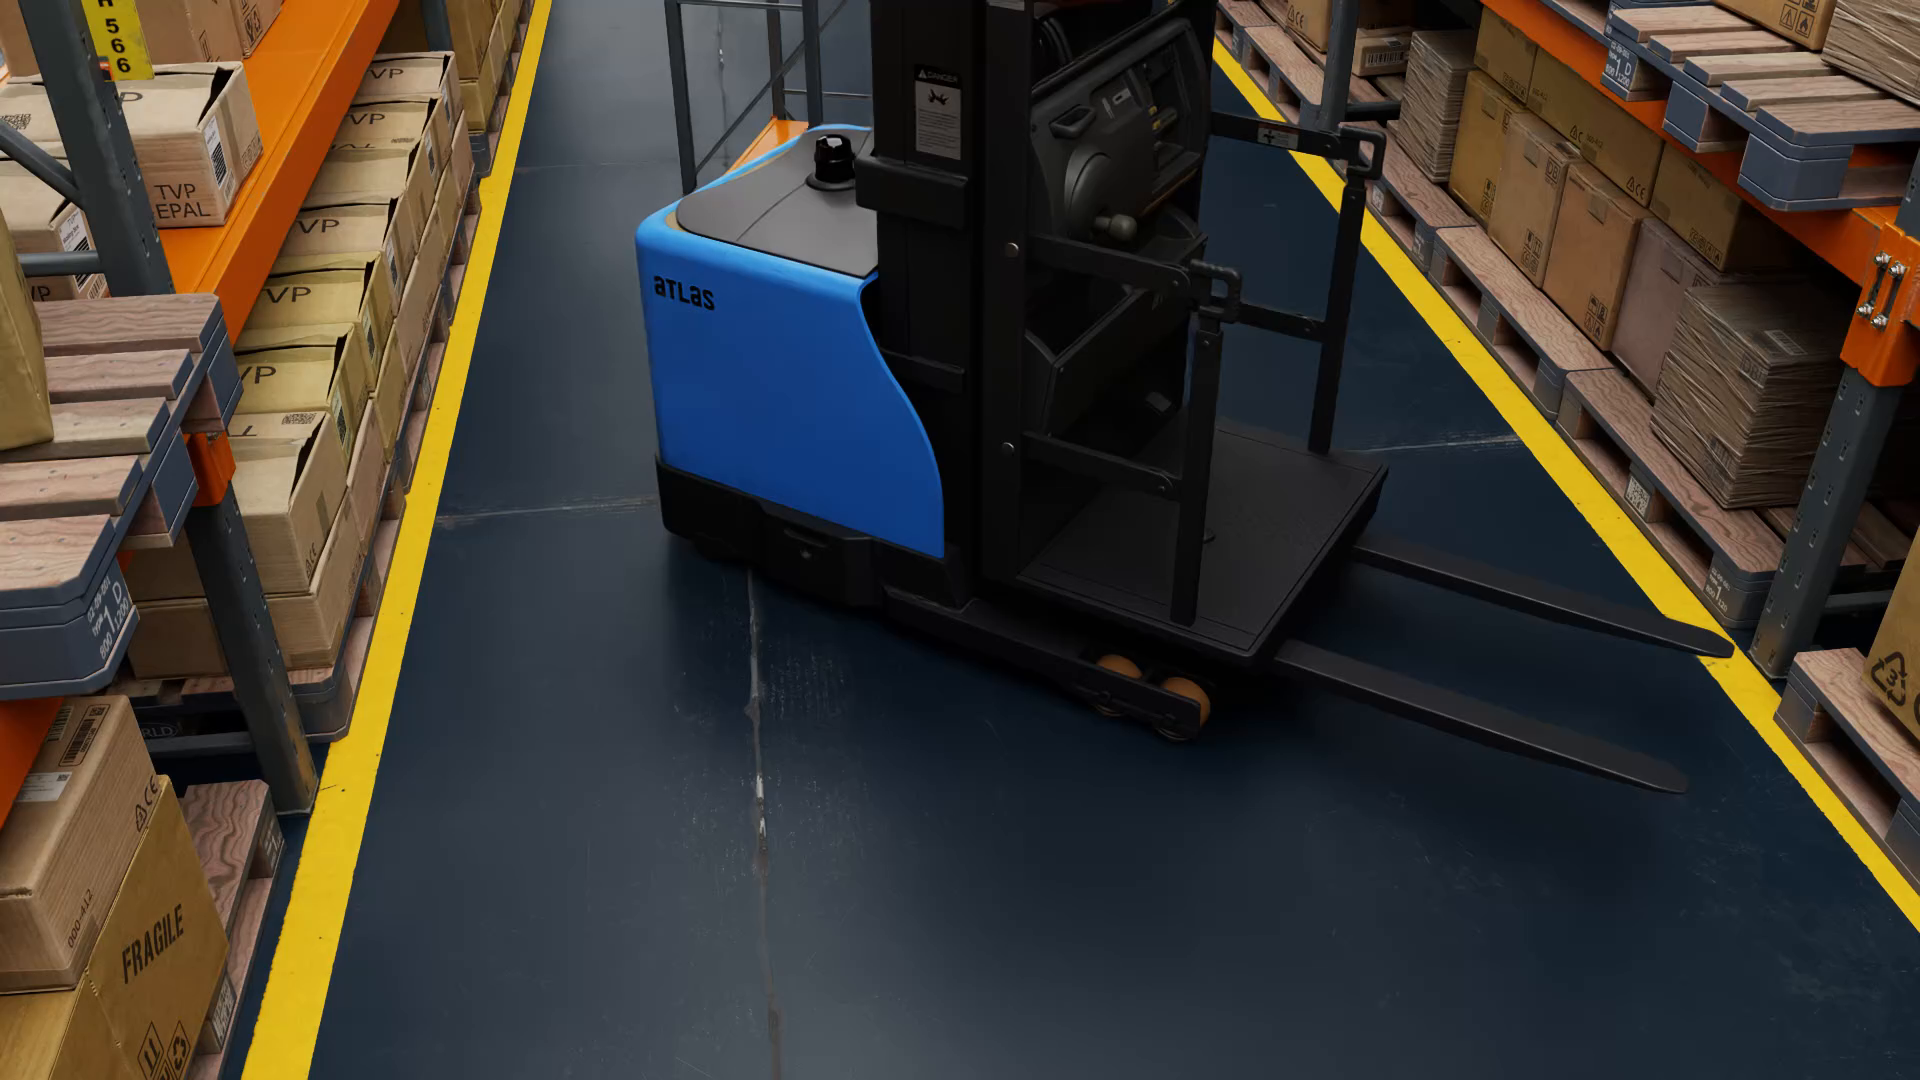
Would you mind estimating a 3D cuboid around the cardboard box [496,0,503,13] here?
[{"bbox_3d":[-2.575,-2.955,8.325,0.500,0.500,0.500,-4,35,-6],"label":"cardboard box"}]

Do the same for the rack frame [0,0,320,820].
[{"bbox_3d":[-2.151,-0.535,3.372,1.000,3.000,0.127,-4,35,-6],"label":"rack frame"}]

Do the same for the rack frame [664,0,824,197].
[{"bbox_3d":[-0.694,-1.159,5.619,0.500,1.500,0.032,7,35,10],"label":"rack frame"}]

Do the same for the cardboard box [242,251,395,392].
[{"bbox_3d":[-2.075,-0.696,5.178,0.500,0.311,0.500,-5,35,-8],"label":"cardboard box"}]

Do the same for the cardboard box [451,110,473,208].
[{"bbox_3d":[-2.346,-1.595,6.996,0.500,0.250,0.500,-5,35,-7],"label":"cardboard box"}]

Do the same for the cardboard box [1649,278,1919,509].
[{"bbox_3d":[2.609,-0.459,5.089,0.700,0.500,0.500,-4,34,-6],"label":"cardboard box"}]

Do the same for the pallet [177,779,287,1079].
[{"bbox_3d":[-2.088,1.037,3.541,1.003,0.211,1.213,-4,35,-6],"label":"pallet"}]

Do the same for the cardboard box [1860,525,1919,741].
[{"bbox_3d":[2.726,0.223,3.796,0.750,0.750,0.750,-5,35,-7],"label":"cardboard box"}]

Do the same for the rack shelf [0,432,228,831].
[{"bbox_3d":[-1.882,0.878,1.937,1.077,0.370,4.000,-4,35,-6],"label":"rack shelf"}]

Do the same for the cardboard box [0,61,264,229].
[{"bbox_3d":[-2.079,-1.012,4.151,0.500,0.311,0.500,-5,35,-7],"label":"cardboard box"}]

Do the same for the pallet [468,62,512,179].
[{"bbox_3d":[-2.754,-2.062,8.088,1.003,0.211,1.213,-4,35,-6],"label":"pallet"}]

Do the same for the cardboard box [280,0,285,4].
[{"bbox_3d":[-2.531,-2.085,5.557,0.500,0.500,0.500,-2,34,-3],"label":"cardboard box"}]

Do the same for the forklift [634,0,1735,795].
[{"bbox_3d":[0.598,-1.018,4.141,3.031,2.935,1.130,18,38,25],"label":"forklift"}]

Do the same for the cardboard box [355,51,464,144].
[{"bbox_3d":[-2.350,-1.832,6.845,0.500,0.311,0.500,-4,35,-6],"label":"cardboard box"}]

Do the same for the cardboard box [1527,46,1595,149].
[{"bbox_3d":[2.471,-1.658,6.183,0.500,0.250,0.500,-5,35,-8],"label":"cardboard box"}]

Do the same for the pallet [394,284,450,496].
[{"bbox_3d":[-2.383,-0.525,5.832,1.003,0.211,1.213,-4,35,-6],"label":"pallet"}]

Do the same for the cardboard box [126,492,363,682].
[{"bbox_3d":[-1.930,0.113,4.489,0.500,0.250,0.500,-4,35,-7],"label":"cardboard box"}]

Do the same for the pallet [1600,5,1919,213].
[{"bbox_3d":[2.556,-1.223,4.551,1.213,0.211,1.003,-4,35,-6],"label":"pallet"}]

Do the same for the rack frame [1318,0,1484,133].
[{"bbox_3d":[2.220,-3.145,7.201,1.000,3.000,0.127,-4,35,-6],"label":"rack frame"}]

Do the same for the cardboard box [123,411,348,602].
[{"bbox_3d":[-1.930,-0.119,4.331,0.500,0.311,0.500,-3,34,-5],"label":"cardboard box"}]

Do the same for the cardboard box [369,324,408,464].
[{"bbox_3d":[-2.074,-0.457,5.326,0.500,0.250,0.500,-5,35,-8],"label":"cardboard box"}]

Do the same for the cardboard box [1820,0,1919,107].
[{"bbox_3d":[2.684,-1.397,4.157,0.700,0.500,0.500,-8,35,-12],"label":"cardboard box"}]

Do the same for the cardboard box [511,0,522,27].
[{"bbox_3d":[-2.648,-2.924,8.945,0.500,0.250,0.500,-4,35,-6],"label":"cardboard box"}]

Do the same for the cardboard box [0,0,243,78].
[{"bbox_3d":[-2.392,-1.512,4.716,0.500,0.500,0.500,-6,35,-9],"label":"cardboard box"}]

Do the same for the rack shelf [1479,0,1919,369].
[{"bbox_3d":[2.489,-1.731,5.766,1.077,0.370,4.000,-4,35,-6],"label":"rack shelf"}]

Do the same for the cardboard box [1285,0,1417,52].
[{"bbox_3d":[2.040,-2.870,8.626,0.500,0.500,0.500,-7,35,-10],"label":"cardboard box"}]

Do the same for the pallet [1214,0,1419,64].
[{"bbox_3d":[1.927,-3.047,9.533,1.003,0.211,1.213,-4,35,-6],"label":"pallet"}]

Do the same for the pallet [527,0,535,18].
[{"bbox_3d":[-3.082,-3.424,10.086,1.003,0.211,1.213,-4,35,-6],"label":"pallet"}]

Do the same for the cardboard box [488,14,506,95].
[{"bbox_3d":[-2.513,-2.366,8.127,0.500,0.250,0.500,-4,35,-6],"label":"cardboard box"}]

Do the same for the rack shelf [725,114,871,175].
[{"bbox_3d":[-0.589,-1.291,6.132,0.538,0.185,1.000,7,35,10],"label":"rack shelf"}]

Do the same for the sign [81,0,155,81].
[{"bbox_3d":[-1.614,-1.027,3.136,0.100,0.325,0.005,-4,35,-6],"label":"sign"}]

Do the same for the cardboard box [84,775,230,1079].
[{"bbox_3d":[-1.792,0.820,3.212,0.500,0.500,0.500,-3,34,-5],"label":"cardboard box"}]

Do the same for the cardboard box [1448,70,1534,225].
[{"bbox_3d":[2.454,-1.599,6.762,0.700,0.500,0.500,-5,35,-7],"label":"cardboard box"}]

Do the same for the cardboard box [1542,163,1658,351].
[{"bbox_3d":[2.560,-1.030,5.928,0.700,0.500,0.500,-5,35,-7],"label":"cardboard box"}]

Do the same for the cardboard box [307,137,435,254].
[{"bbox_3d":[-2.209,-1.264,6.011,0.500,0.311,0.500,-4,35,-7],"label":"cardboard box"}]

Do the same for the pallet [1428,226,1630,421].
[{"bbox_3d":[2.493,-0.876,6.347,1.003,0.211,1.213,-4,35,-6],"label":"pallet"}]

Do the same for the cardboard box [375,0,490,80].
[{"bbox_3d":[-2.441,-2.397,7.506,0.500,0.500,0.500,-4,35,-6],"label":"cardboard box"}]

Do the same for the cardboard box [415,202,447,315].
[{"bbox_3d":[-2.210,-1.027,6.163,0.500,0.250,0.500,-4,34,-5],"label":"cardboard box"}]

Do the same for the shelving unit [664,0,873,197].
[{"bbox_3d":[-0.591,-1.435,6.023,0.587,1.500,1.083,7,35,10],"label":"shelving unit"}]

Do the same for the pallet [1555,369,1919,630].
[{"bbox_3d":[2.654,-0.196,5.351,1.003,0.211,1.213,-4,35,-6],"label":"pallet"}]

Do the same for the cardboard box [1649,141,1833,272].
[{"bbox_3d":[2.595,-1.092,5.352,0.500,0.250,0.500,-4,34,-5],"label":"cardboard box"}]
